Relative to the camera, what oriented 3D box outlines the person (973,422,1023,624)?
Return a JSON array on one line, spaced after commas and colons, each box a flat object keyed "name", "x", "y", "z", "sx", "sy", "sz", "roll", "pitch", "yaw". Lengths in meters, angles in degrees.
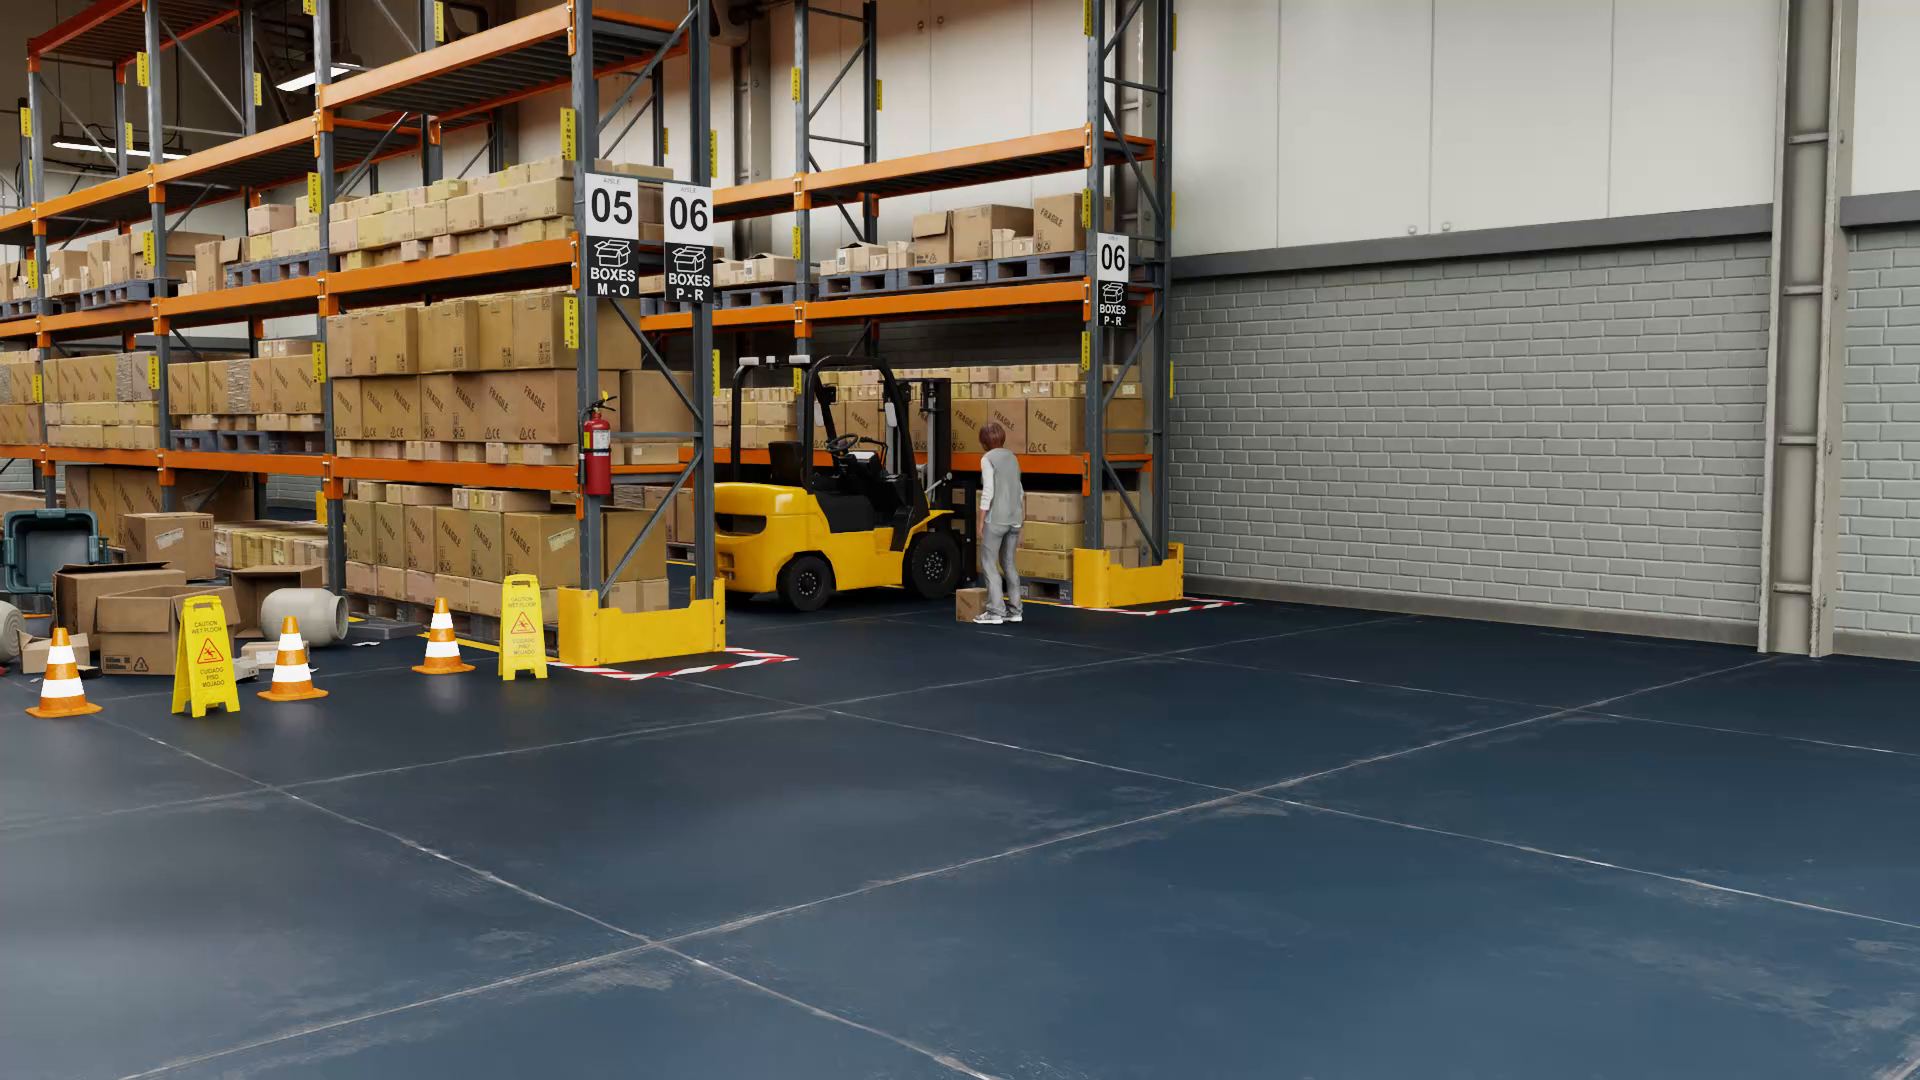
[{"name": "person", "x": 0.314, "y": -0.074, "z": 13.143, "sx": 0.347, "sy": 1.473, "sz": 0.475, "roll": 4, "pitch": 6, "yaw": 43}]
